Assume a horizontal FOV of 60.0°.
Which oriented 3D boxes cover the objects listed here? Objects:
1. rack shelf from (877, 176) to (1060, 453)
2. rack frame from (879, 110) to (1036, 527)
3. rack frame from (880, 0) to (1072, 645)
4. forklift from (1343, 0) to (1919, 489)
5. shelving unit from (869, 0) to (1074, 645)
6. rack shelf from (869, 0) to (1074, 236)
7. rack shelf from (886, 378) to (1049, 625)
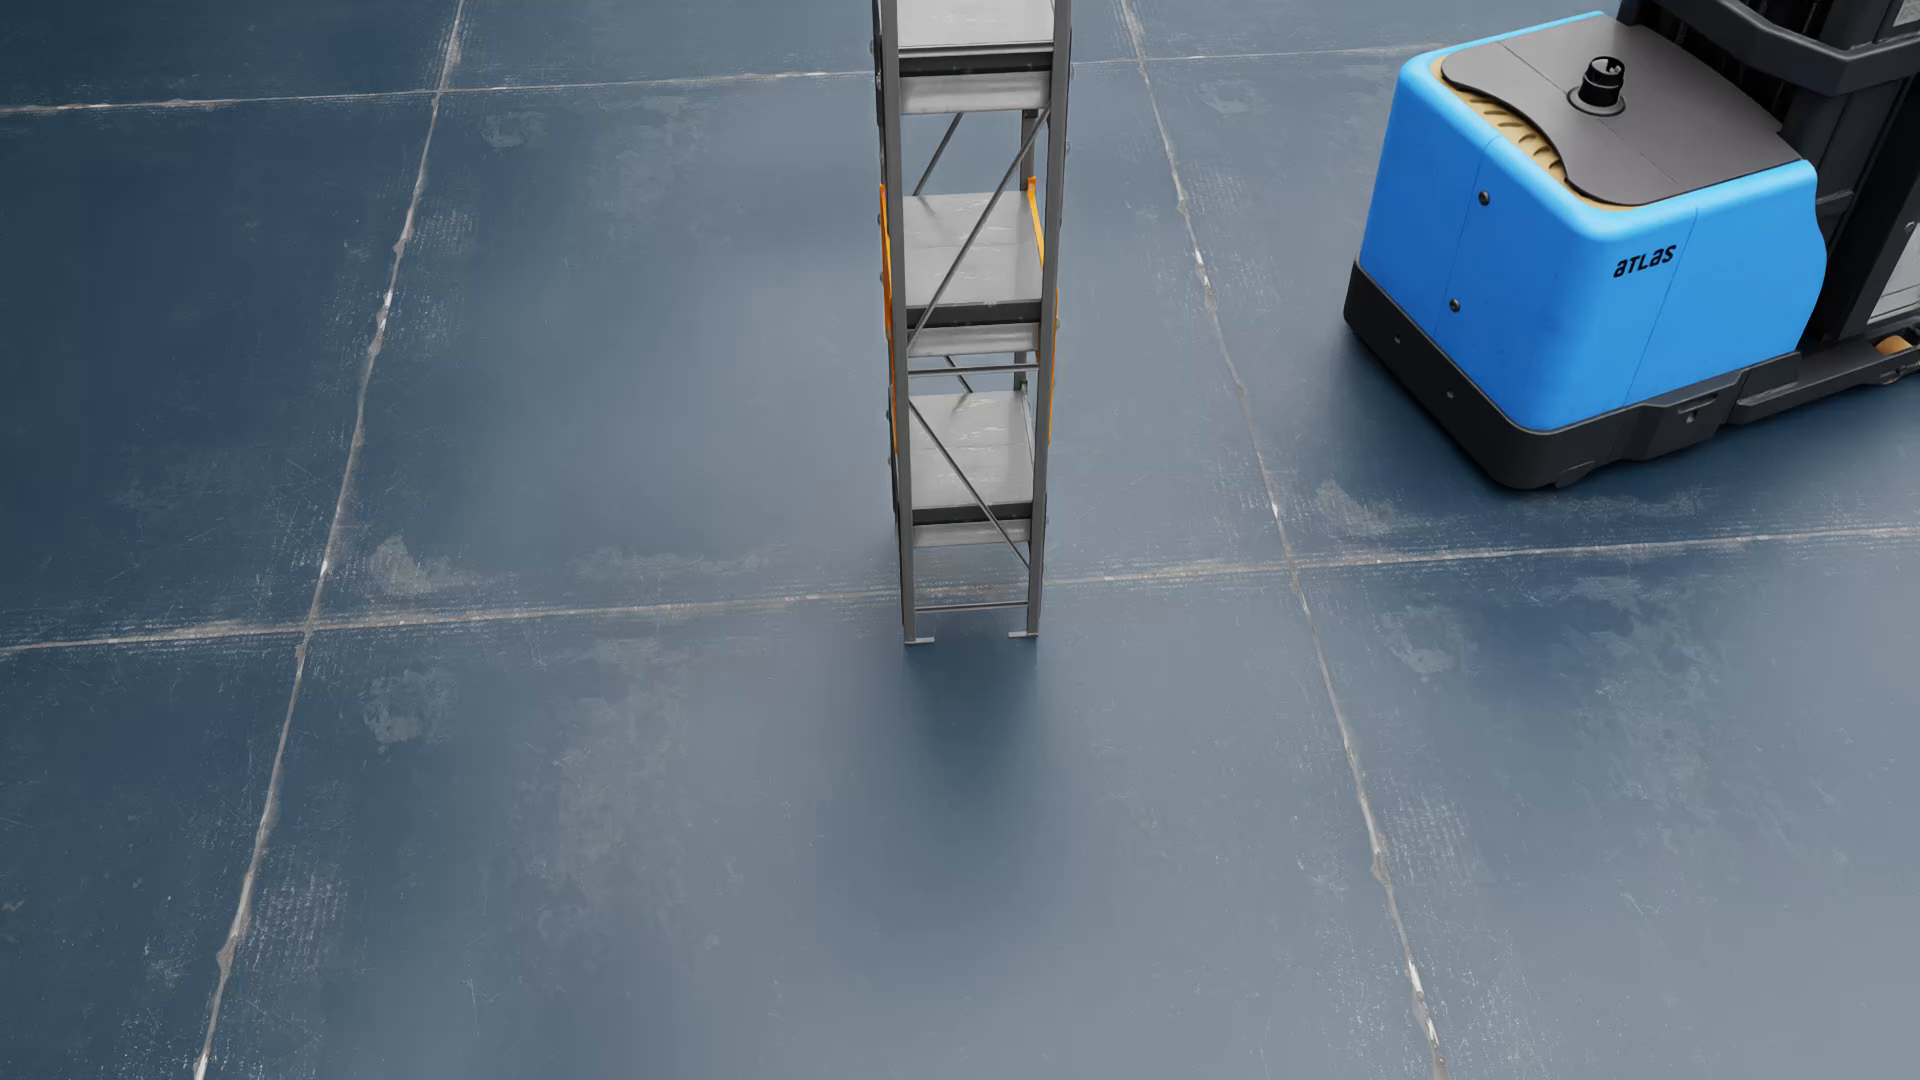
[{"bbox_3d":[0.014,-0.593,4.384,0.431,0.518,0.480,-3,47,-3],"label":"rack shelf"},{"bbox_3d":[-0.007,-0.779,4.541,0.400,2.100,0.015,-3,47,-3],"label":"rack frame"},{"bbox_3d":[0.034,-0.426,4.207,0.400,2.100,0.015,-3,47,-3],"label":"rack frame"},{"bbox_3d":[2.925,-1.883,5.014,3.031,2.935,1.130,-18,49,-16],"label":"forklift"},{"bbox_3d":[0.014,-0.602,4.374,0.431,2.100,0.503,-3,47,-3],"label":"shelving unit"},{"bbox_3d":[0.014,-1.074,3.876,0.431,0.518,0.480,-3,47,-3],"label":"rack shelf"},{"bbox_3d":[0.014,-0.112,4.892,0.431,0.518,0.480,-3,47,-3],"label":"rack shelf"}]
